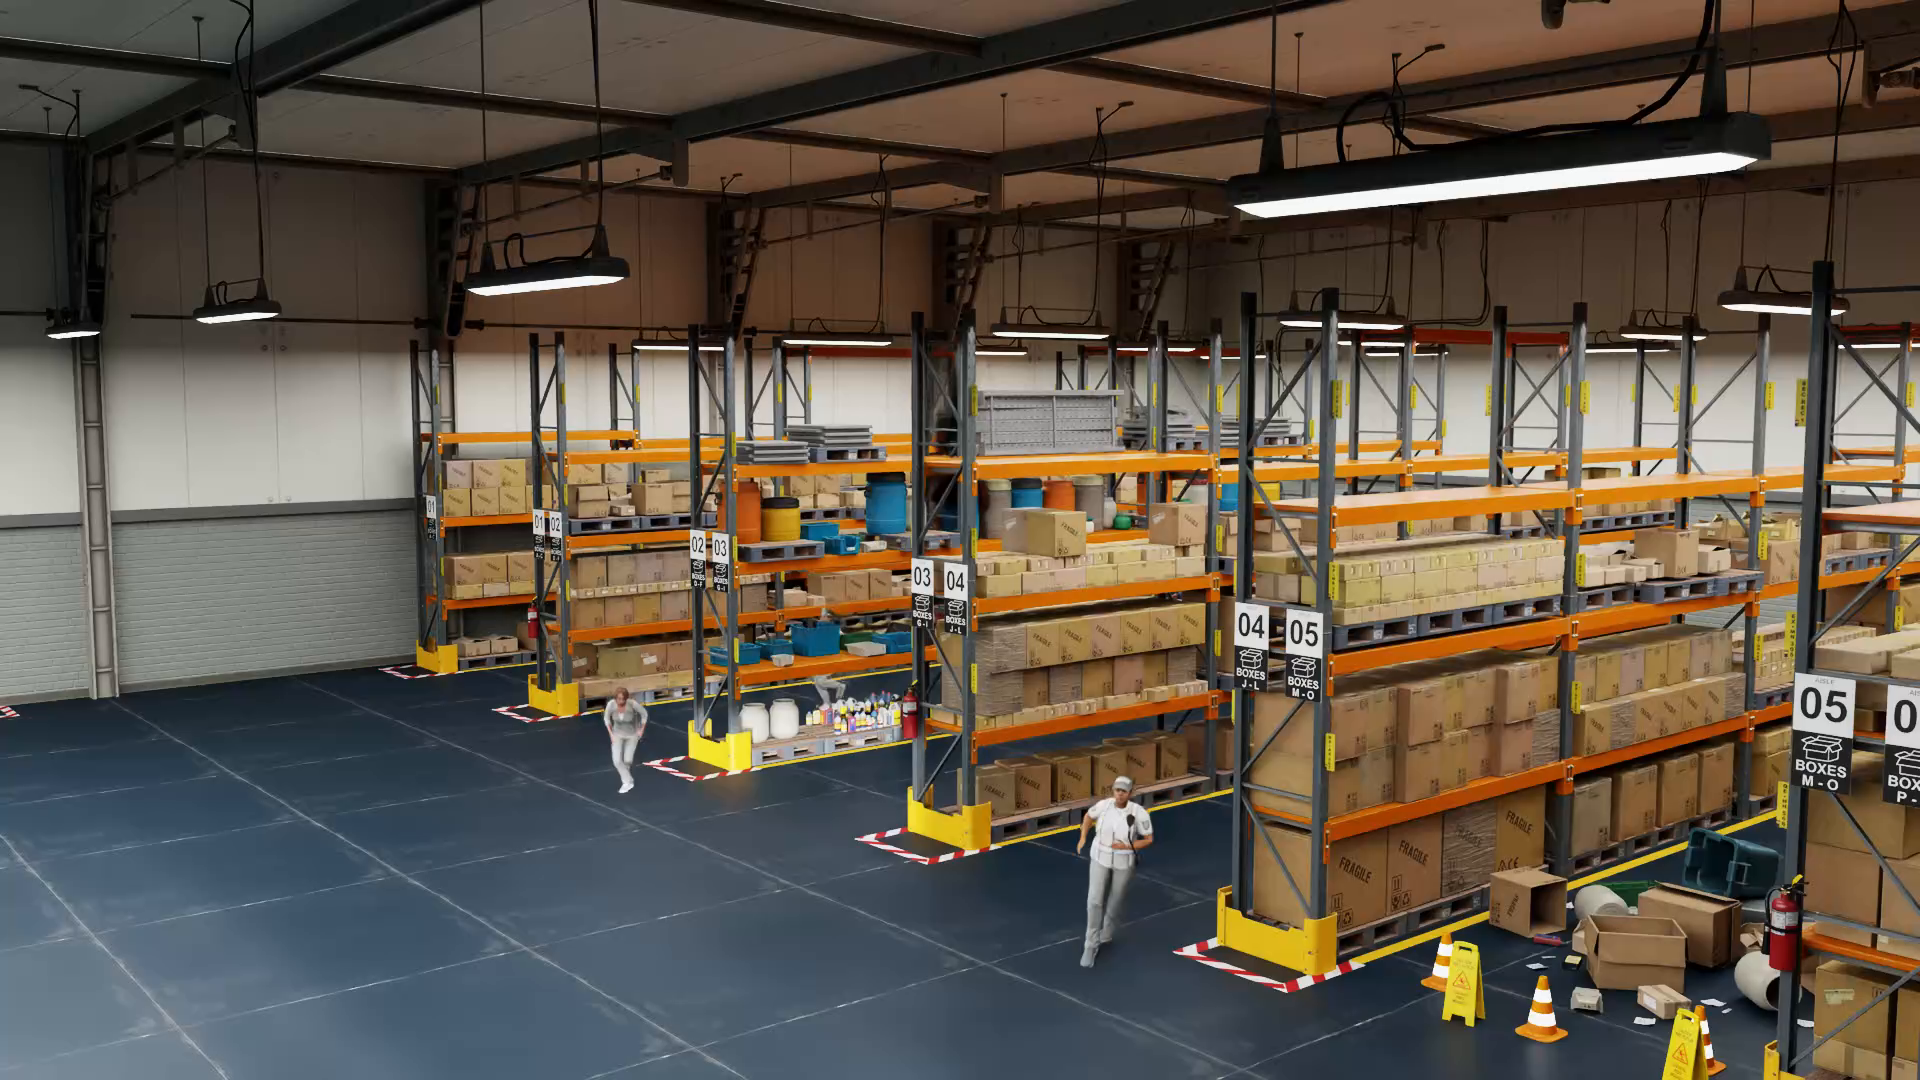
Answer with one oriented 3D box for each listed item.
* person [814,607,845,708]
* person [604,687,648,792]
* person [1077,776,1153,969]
[{"bbox_3d":[-2.130,1.895,26.593,0.554,1.655,0.616,-5,7,-44],"label":"person"},{"bbox_3d":[-4.251,2.516,21.230,0.550,1.405,0.876,0,5,-4],"label":"person"},{"bbox_3d":[1.406,2.961,15.071,0.686,1.692,0.799,1,5,9],"label":"person"}]
